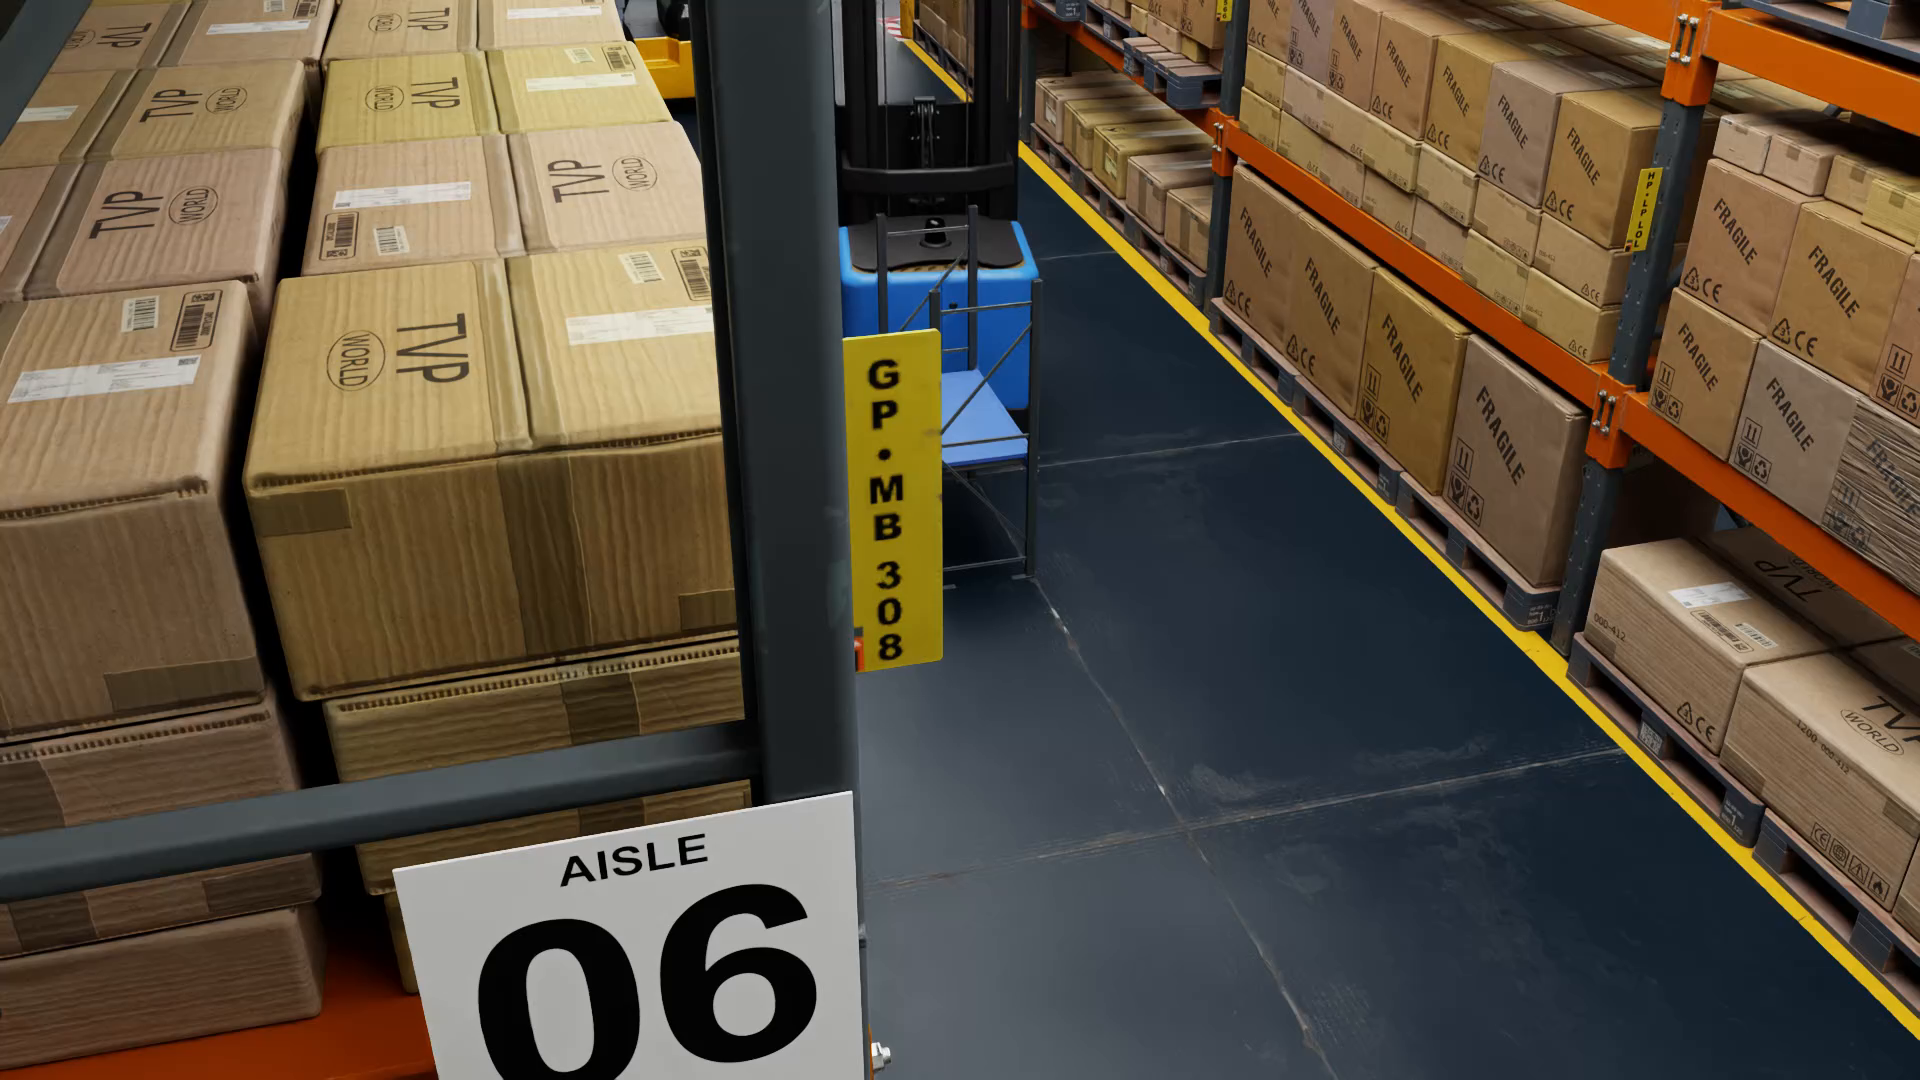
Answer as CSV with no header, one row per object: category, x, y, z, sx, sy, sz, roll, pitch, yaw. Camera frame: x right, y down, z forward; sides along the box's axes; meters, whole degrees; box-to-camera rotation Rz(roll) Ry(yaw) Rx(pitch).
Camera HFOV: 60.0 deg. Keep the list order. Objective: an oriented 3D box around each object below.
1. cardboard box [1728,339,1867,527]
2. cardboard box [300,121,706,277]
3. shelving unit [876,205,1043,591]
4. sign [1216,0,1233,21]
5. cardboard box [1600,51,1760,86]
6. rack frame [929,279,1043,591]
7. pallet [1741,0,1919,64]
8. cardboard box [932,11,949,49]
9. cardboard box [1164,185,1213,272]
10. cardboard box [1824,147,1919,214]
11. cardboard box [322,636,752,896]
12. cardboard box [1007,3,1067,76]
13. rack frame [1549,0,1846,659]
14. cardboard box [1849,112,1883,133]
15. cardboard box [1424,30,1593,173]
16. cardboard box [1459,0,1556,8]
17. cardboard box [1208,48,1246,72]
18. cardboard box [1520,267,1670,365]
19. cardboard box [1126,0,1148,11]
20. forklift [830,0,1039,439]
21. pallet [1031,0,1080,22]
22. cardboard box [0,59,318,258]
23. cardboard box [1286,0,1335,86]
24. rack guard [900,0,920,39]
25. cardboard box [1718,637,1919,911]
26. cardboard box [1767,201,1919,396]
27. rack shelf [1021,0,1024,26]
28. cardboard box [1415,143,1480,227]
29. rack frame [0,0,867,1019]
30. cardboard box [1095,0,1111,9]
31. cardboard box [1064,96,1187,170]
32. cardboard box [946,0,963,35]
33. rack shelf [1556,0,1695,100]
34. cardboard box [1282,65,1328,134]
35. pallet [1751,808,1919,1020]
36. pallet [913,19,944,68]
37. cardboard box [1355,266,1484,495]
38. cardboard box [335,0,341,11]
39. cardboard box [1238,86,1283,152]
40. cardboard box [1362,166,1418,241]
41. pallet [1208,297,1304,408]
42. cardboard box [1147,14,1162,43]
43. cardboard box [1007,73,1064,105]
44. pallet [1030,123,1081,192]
cardboard box,3.137,-0.409,5.862,0.500,0.500,0.500,-8,31,-13
cardboard box,-0.580,-0.351,2.221,0.500,0.250,0.500,-8,31,-14
shelving unit,-0.023,-0.690,7.945,0.538,1.500,1.048,-8,31,-13
sign,1.553,-3.192,9.694,0.100,0.325,0.005,-8,31,-13
cardboard box,3.134,-1.839,7.335,0.500,0.500,0.500,-8,31,-14
rack frame,0.112,-0.445,7.521,0.500,1.500,0.032,-8,31,-13
pallet,3.343,-1.734,5.345,1.003,0.211,1.213,-8,31,-13
cardboard box,0.026,-4.984,16.192,0.500,0.250,0.500,-7,31,-11
cardboard box,1.933,-2.121,11.124,0.950,0.372,0.625,-10,32,-17
cardboard box,3.161,-1.201,5.585,0.380,0.149,0.250,-8,31,-14
cardboard box,-0.442,0.111,1.923,0.500,0.250,0.500,-8,31,-14
cardboard box,0.596,-4.301,14.263,0.500,0.500,0.500,-8,31,-14
rack frame,3.135,-0.870,6.759,1.000,3.000,0.127,-8,31,-13
cardboard box,3.524,-1.521,6.138,0.380,0.149,0.250,-8,31,-14
cardboard box,2.515,-2.025,7.657,0.500,0.500,0.500,-7,31,-12
cardboard box,2.733,-2.576,8.608,0.500,0.500,0.500,-8,31,-13
cardboard box,1.760,-3.002,10.274,0.380,0.149,0.250,-7,31,-11
cardboard box,2.773,-0.989,7.113,0.500,0.250,0.500,-9,31,-14
cardboard box,1.402,-3.831,11.058,0.500,0.500,0.500,-10,32,-17
forklift,-0.237,-2.429,9.521,1.130,2.935,3.031,-3,30,-5
pallet,1.075,-4.263,12.812,1.003,0.211,1.213,-8,31,-13
cardboard box,-1.259,-0.532,2.533,0.500,0.250,0.500,-8,31,-13
cardboard box,2.110,-2.769,8.942,0.500,0.500,0.500,-8,31,-13
rack guard,-0.029,-5.548,17.335,1.175,0.500,0.348,-8,31,-13
cardboard box,3.437,0.807,6.001,0.875,0.438,0.875,-9,31,-15
cardboard box,3.156,-0.839,5.608,0.500,0.500,0.500,-8,31,-14
rack shelf,0.481,-5.389,15.284,1.077,0.370,4.000,-8,31,-13
cardboard box,2.501,-1.692,7.830,0.500,0.250,0.500,-7,31,-12
rack frame,-0.587,-0.873,0.776,1.000,3.000,0.127,-8,31,-13
cardboard box,1.173,-3.865,11.765,0.380,0.149,0.250,-7,31,-11
cardboard box,1.348,-3.179,12.952,0.950,0.372,0.625,-6,31,-10
cardboard box,0.173,-5.049,15.556,0.500,0.500,0.500,-7,31,-12
rack shelf,2.605,-2.823,7.857,1.077,0.370,4.000,-8,31,-13
cardboard box,2.106,-2.426,9.098,0.500,0.250,0.500,-7,31,-12
pallet,3.589,1.304,5.786,1.003,0.211,1.213,-8,31,-13
pallet,0.152,-5.026,16.722,1.003,0.211,1.213,-8,31,-13
cardboard box,2.647,-0.857,8.437,0.875,0.875,0.875,-7,31,-12
cardboard box,-1.014,-1.085,3.490,0.500,0.250,0.500,-7,31,-12
cardboard box,1.961,-2.468,9.669,0.500,0.250,0.500,-8,31,-14
cardboard box,2.382,-1.730,8.394,0.500,0.250,0.500,-8,31,-13
pallet,2.210,-1.205,10.121,1.003,0.211,1.213,-8,31,-13
cardboard box,1.450,-3.361,10.893,0.380,0.149,0.250,-9,31,-16
cardboard box,0.596,-3.976,14.450,0.500,0.250,0.500,-6,31,-11
pallet,1.220,-3.152,13.484,1.003,0.211,1.213,-8,31,-13
